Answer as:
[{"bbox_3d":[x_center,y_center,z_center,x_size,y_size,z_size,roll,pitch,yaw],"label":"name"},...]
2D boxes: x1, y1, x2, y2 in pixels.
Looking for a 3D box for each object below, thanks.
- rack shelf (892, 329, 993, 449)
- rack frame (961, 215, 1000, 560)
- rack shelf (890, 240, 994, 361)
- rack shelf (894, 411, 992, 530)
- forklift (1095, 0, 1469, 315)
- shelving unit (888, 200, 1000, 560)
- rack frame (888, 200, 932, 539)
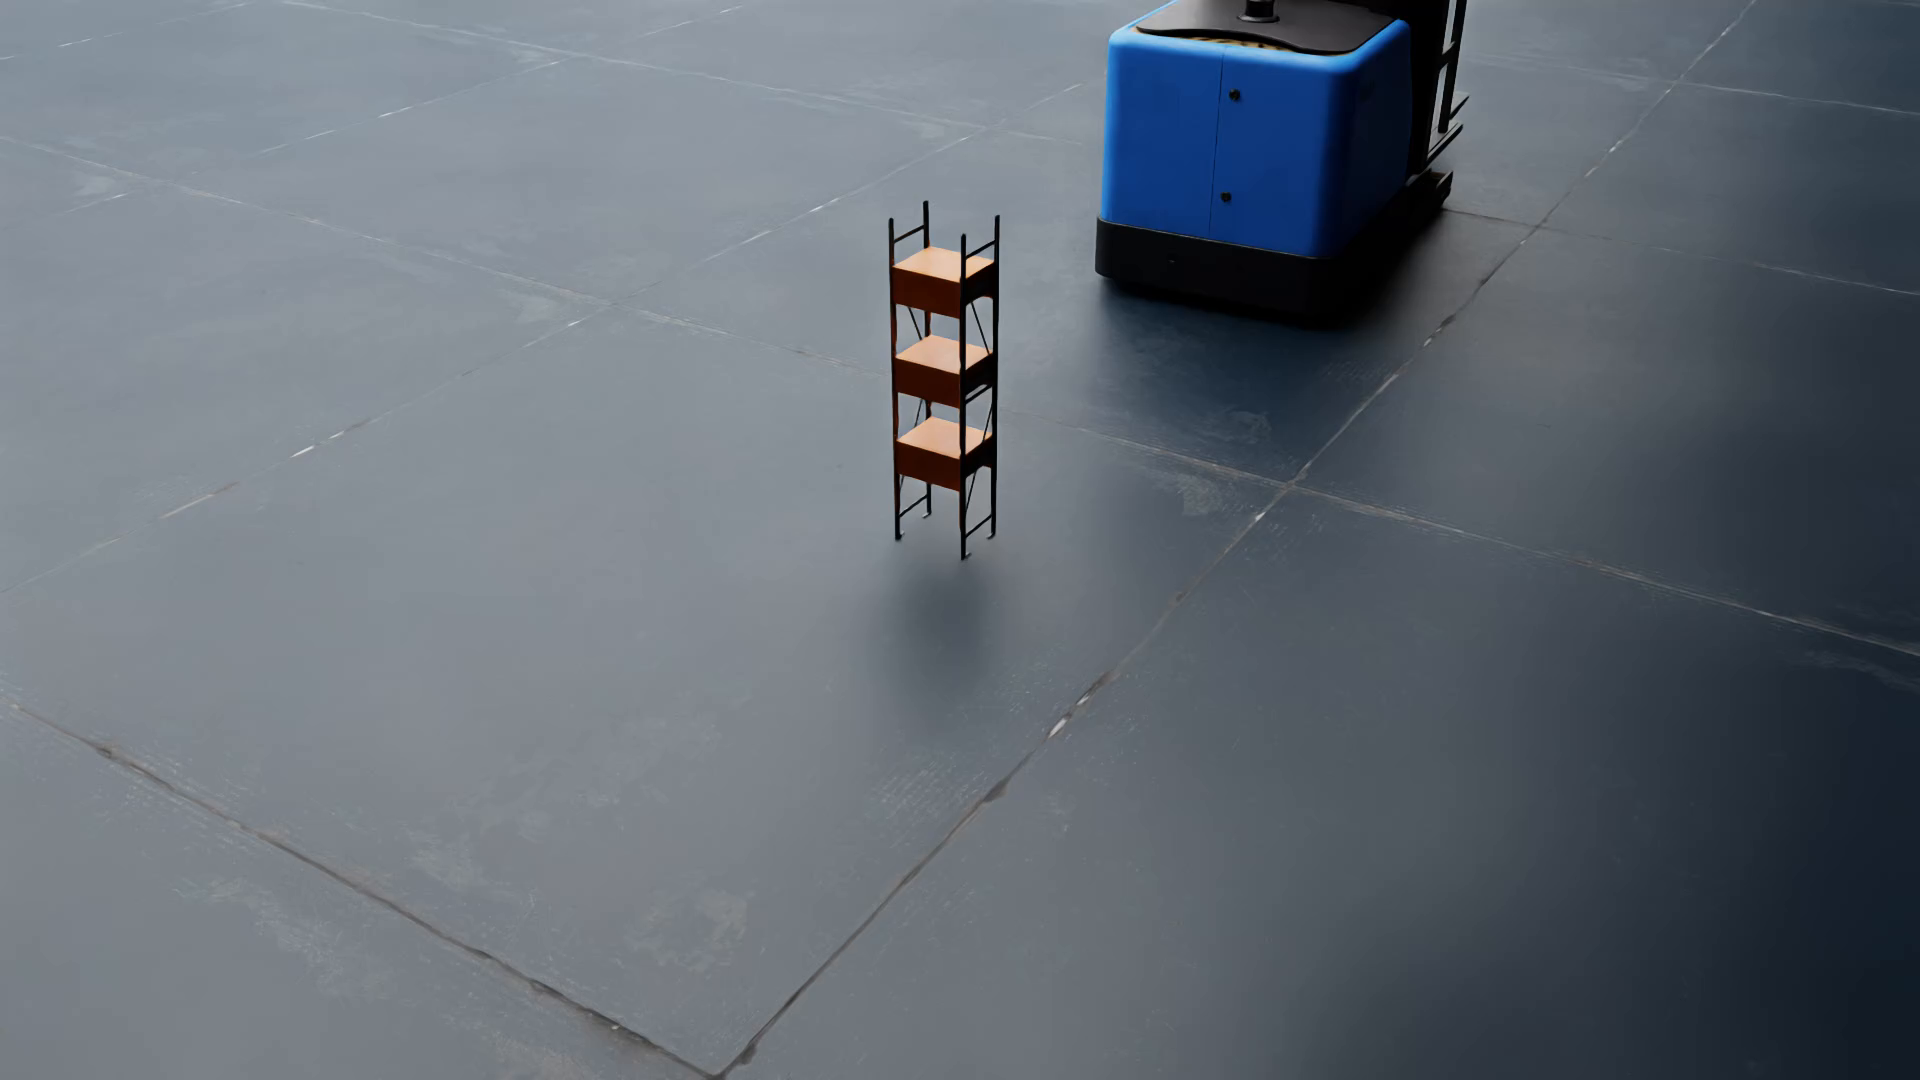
[{"bbox_3d":[-0.045,-0.459,5.015,0.240,0.259,0.215,18,35,27],"label":"rack shelf"},{"bbox_3d":[0.058,-0.435,4.954,0.008,1.050,0.200,18,35,27],"label":"rack frame"},{"bbox_3d":[-0.045,-0.704,4.872,0.240,0.259,0.215,18,35,27],"label":"rack shelf"},{"bbox_3d":[-0.045,-0.219,5.155,0.240,0.259,0.215,18,35,27],"label":"rack shelf"},{"bbox_3d":[1.714,-2.879,7.276,1.130,2.935,3.031,15,33,24],"label":"forklift"},{"bbox_3d":[-0.045,-0.468,5.010,0.252,1.050,0.215,18,35,27],"label":"shelving unit"},{"bbox_3d":[-0.149,-0.500,5.066,0.008,1.050,0.200,18,35,27],"label":"rack frame"}]
